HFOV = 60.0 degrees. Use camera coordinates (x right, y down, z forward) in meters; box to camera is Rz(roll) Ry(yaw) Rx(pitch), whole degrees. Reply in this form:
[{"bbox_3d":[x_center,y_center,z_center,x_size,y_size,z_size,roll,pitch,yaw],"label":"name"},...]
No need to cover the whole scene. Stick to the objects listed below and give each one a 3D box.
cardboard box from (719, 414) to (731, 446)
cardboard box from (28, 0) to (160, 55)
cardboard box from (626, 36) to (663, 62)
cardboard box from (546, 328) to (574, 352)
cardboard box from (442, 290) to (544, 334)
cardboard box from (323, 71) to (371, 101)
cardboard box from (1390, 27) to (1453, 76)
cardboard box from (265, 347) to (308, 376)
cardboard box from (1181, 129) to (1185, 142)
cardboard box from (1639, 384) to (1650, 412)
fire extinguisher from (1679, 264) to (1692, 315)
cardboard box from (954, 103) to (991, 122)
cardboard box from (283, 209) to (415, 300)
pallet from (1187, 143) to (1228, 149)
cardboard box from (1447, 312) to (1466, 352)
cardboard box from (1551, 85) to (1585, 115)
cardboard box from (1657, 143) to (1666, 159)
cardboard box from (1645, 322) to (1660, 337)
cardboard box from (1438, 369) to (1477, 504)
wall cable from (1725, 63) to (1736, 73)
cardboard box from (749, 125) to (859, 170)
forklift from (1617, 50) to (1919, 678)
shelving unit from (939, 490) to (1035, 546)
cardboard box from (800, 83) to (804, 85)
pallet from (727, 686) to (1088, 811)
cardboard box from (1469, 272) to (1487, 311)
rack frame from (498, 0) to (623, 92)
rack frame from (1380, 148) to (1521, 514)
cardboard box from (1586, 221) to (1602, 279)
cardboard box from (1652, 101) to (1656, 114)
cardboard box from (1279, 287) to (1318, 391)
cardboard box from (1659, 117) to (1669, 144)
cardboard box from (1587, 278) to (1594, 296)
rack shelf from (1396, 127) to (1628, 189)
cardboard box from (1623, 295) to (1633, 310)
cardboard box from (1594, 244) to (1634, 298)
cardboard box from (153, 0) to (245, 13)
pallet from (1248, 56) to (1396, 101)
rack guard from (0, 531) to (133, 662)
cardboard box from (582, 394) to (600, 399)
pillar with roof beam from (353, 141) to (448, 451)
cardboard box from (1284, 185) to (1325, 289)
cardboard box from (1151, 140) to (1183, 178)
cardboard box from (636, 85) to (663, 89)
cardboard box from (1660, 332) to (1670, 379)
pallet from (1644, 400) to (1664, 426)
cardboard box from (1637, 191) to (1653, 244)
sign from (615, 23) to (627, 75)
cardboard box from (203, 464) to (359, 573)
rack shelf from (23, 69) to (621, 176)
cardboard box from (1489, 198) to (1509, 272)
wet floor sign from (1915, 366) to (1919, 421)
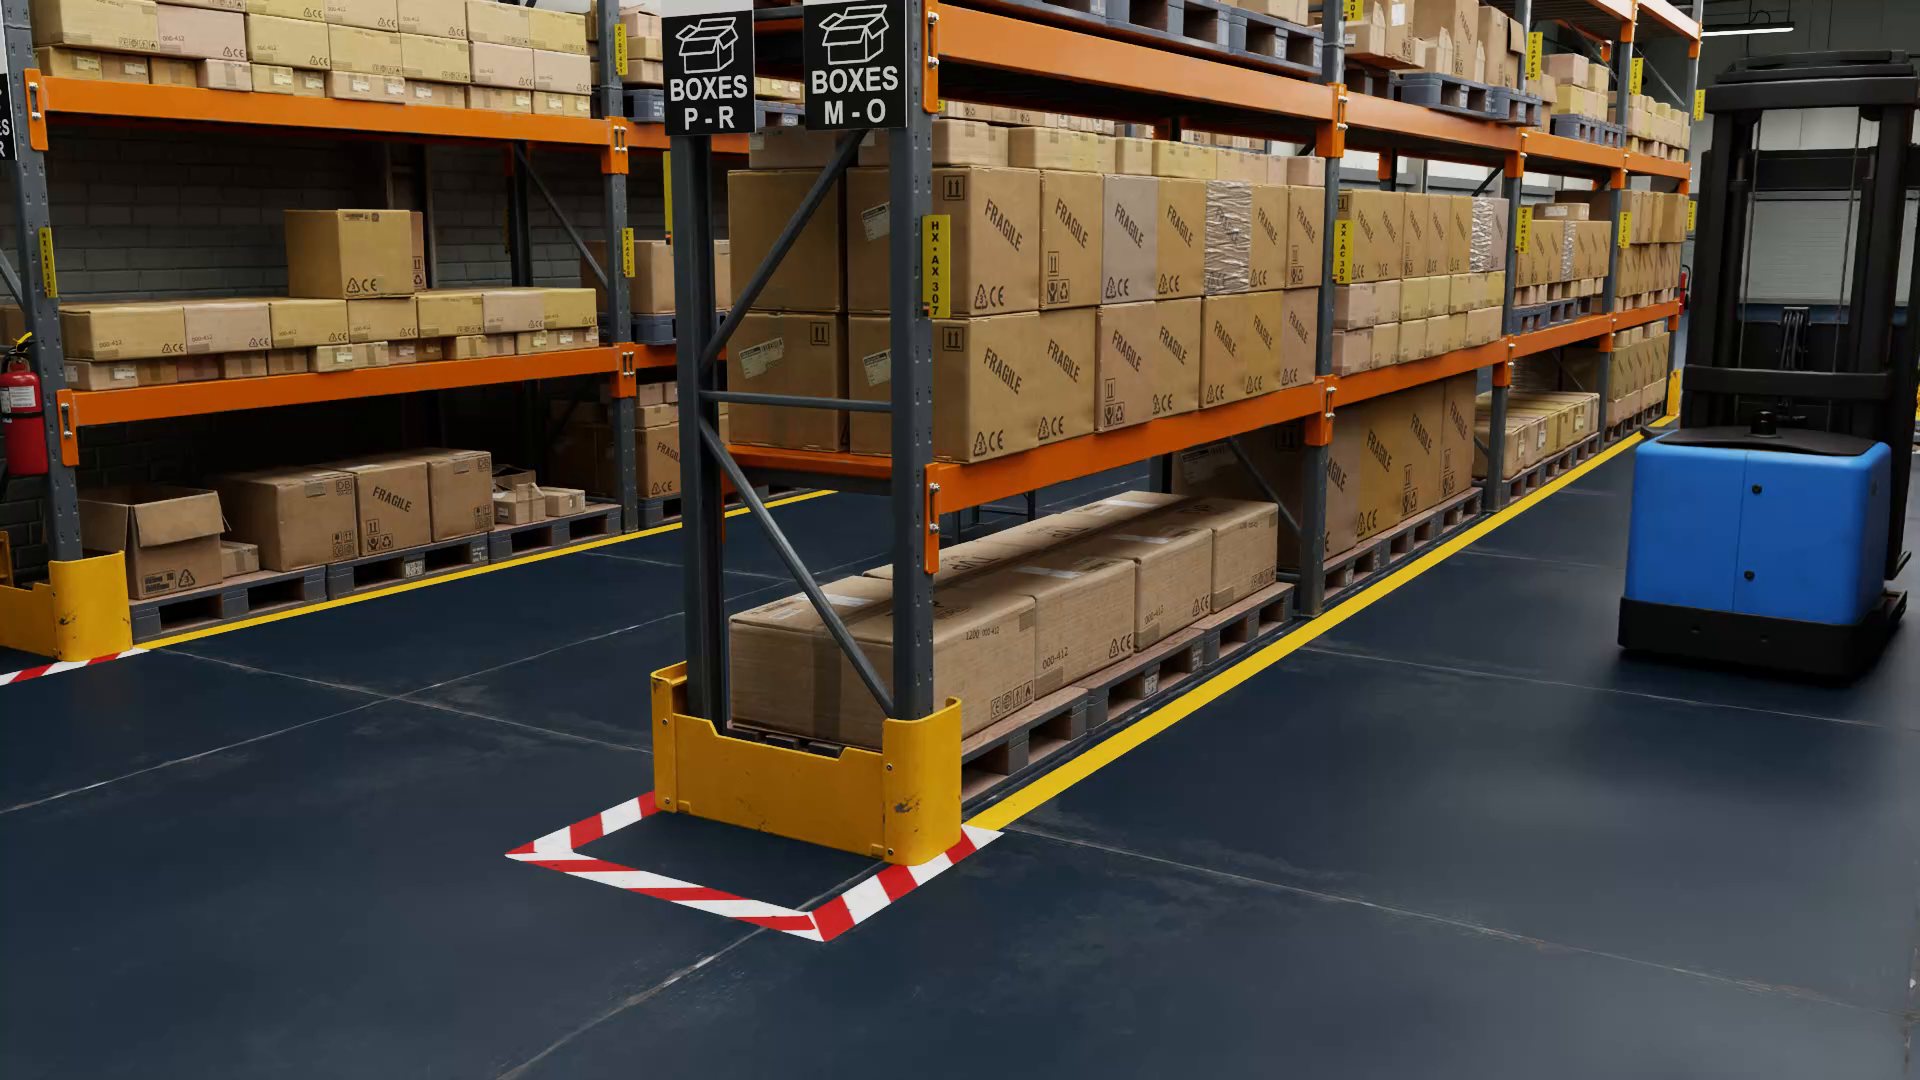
[{"bbox_3d":[-2.003,-0.687,12.537,0.500,0.500,0.500,6,12,30],"label":"cardboard box"},{"bbox_3d":[-4.328,-2.531,8.186,0.500,0.250,0.500,6,12,30],"label":"cardboard box"},{"bbox_3d":[-2.185,-3.328,11.301,0.380,0.149,0.250,7,13,32],"label":"cardboard box"},{"bbox_3d":[-2.781,-1.329,10.999,0.380,0.149,0.250,7,13,32],"label":"cardboard box"},{"bbox_3d":[-3.018,-1.459,10.608,0.500,0.250,0.500,6,12,31],"label":"cardboard box"},{"bbox_3d":[-3.548,-2.551,9.376,0.380,0.149,0.250,6,12,31],"label":"cardboard box"},{"bbox_3d":[2.777,-2.965,10.126,0.396,0.266,0.258,8,13,35],"label":"cardboard box"},{"bbox_3d":[-3.871,-1.008,9.284,0.380,0.149,0.250,7,12,32],"label":"cardboard box"},{"bbox_3d":[2.330,-4.597,18.890,0.380,0.149,0.250,7,13,32],"label":"cardboard box"},{"bbox_3d":[7.027,-1.522,17.678,0.500,0.250,0.500,6,12,29],"label":"cardboard box"},{"bbox_3d":[8.213,-2.919,19.021,0.296,0.674,0.183,6,12,31],"label":"fire extinguisher"},{"bbox_3d":[-0.054,-4.069,15.114,0.500,0.500,0.500,7,12,31],"label":"cardboard box"},{"bbox_3d":[-3.547,-1.663,9.663,0.500,0.500,0.500,7,13,32],"label":"cardboard box"},{"bbox_3d":[2.493,-4.587,19.805,1.003,0.211,1.213,6,12,31],"label":"pallet"},{"bbox_3d":[3.038,-1.388,11.037,0.500,0.250,0.500,6,12,30],"label":"cardboard box"},{"bbox_3d":[4.971,-3.697,14.077,0.500,0.250,0.500,7,12,31],"label":"cardboard box"},{"bbox_3d":[7.054,-4.006,17.145,0.380,0.149,0.250,6,12,30],"label":"cardboard box"},{"bbox_3d":[7.300,-2.271,17.880,0.380,0.149,0.250,7,12,32],"label":"cardboard box"},{"bbox_3d":[3.176,-0.787,12.052,0.875,0.875,0.875,6,12,30],"label":"cardboard box"},{"bbox_3d":[22.931,-12.135,46.449,3.097,2.526,0.112,6,12,31],"label":"wall cable"},{"bbox_3d":[-0.532,-1.402,5.955,0.380,0.149,0.250,7,12,31],"label":"cardboard box"},{"bbox_3d":[4.511,-1.020,8.854,1.130,2.935,3.031,7,13,34],"label":"forklift"},{"bbox_3d":[0.044,-0.751,11.302,0.538,1.500,1.048,6,12,31],"label":"shelving unit"},{"bbox_3d":[-1.237,-3.655,13.106,0.380,0.149,0.250,6,12,31],"label":"cardboard box"},{"bbox_3d":[-0.199,0.770,6.680,1.003,0.211,1.213,6,12,31],"label":"pallet"},{"bbox_3d":[3.309,-1.716,11.431,0.500,0.250,0.500,6,12,29],"label":"cardboard box"},{"bbox_3d":[-2.715,-4.519,11.050,1.000,3.000,0.127,6,12,31],"label":"rack frame"},{"bbox_3d":[3.606,-1.725,12.433,1.000,3.000,0.127,6,12,31],"label":"rack frame"},{"bbox_3d":[5.383,-2.583,14.795,0.500,0.500,0.500,6,12,31],"label":"cardboard box"},{"bbox_3d":[6.755,-4.326,16.687,0.380,0.149,0.250,6,12,30],"label":"cardboard box"},{"bbox_3d":[1.507,-1.048,8.543,0.500,0.500,0.500,7,12,31],"label":"cardboard box"},{"bbox_3d":[6.936,-4.183,17.011,0.500,0.250,0.500,7,12,31],"label":"cardboard box"},{"bbox_3d":[5.396,-2.246,14.757,0.380,0.149,0.250,6,12,30],"label":"cardboard box"},{"bbox_3d":[4.644,-3.161,13.903,1.077,0.370,4.000,6,12,31],"label":"rack shelf"},{"bbox_3d":[6.477,-2.375,16.584,0.380,0.149,0.250,7,13,32],"label":"cardboard box"},{"bbox_3d":[6.149,-2.592,15.984,0.500,0.500,0.500,6,12,31],"label":"cardboard box"},{"bbox_3d":[-4.066,-2.857,8.569,0.500,0.250,0.500,6,12,30],"label":"cardboard box"},{"bbox_3d":[1.963,-2.625,9.609,0.805,0.209,1.217,6,12,28],"label":"pallet"},{"bbox_3d":[-4.752,0.276,8.536,1.175,0.500,0.348,6,12,31],"label":"rack guard"},{"bbox_3d":[-2.638,-0.994,12.414,0.380,0.149,0.250,6,12,31],"label":"cardboard box"},{"bbox_3d":[-0.167,-4.084,8.728,9.100,9.000,0.400,6,12,31],"label":"pillar with roof beam"},{"bbox_3d":[1.520,-1.536,8.434,0.500,0.500,0.500,6,12,30],"label":"cardboard box"},{"bbox_3d":[0.715,-1.596,6.989,0.380,0.149,0.250,6,12,29],"label":"cardboard box"},{"bbox_3d":[-2.056,-3.223,11.549,0.380,0.149,0.250,7,12,31],"label":"cardboard box"},{"bbox_3d":[7.566,-2.056,18.492,0.500,0.500,0.500,6,12,31],"label":"cardboard box"},{"bbox_3d":[7.268,-1.476,18.681,1.003,0.211,1.213,6,12,31],"label":"pallet"},{"bbox_3d":[6.380,-3.168,16.341,0.700,0.500,0.500,6,12,31],"label":"cardboard box"},{"bbox_3d":[-2.247,-3.248,11.008,0.100,0.325,0.005,6,12,31],"label":"sign"},{"bbox_3d":[-3.916,-0.136,9.597,0.700,0.500,0.500,7,13,33],"label":"cardboard box"},{"bbox_3d":[-3.753,-2.376,9.712,1.077,0.370,4.000,6,12,31],"label":"rack shelf"},{"bbox_3d":[3.561,-2.160,11.764,0.500,0.500,0.500,6,12,29],"label":"cardboard box"},{"bbox_3d":[10.365,-1.563,17.963,0.267,0.644,0.232,4,11,21],"label":"wet floor sign"}]
